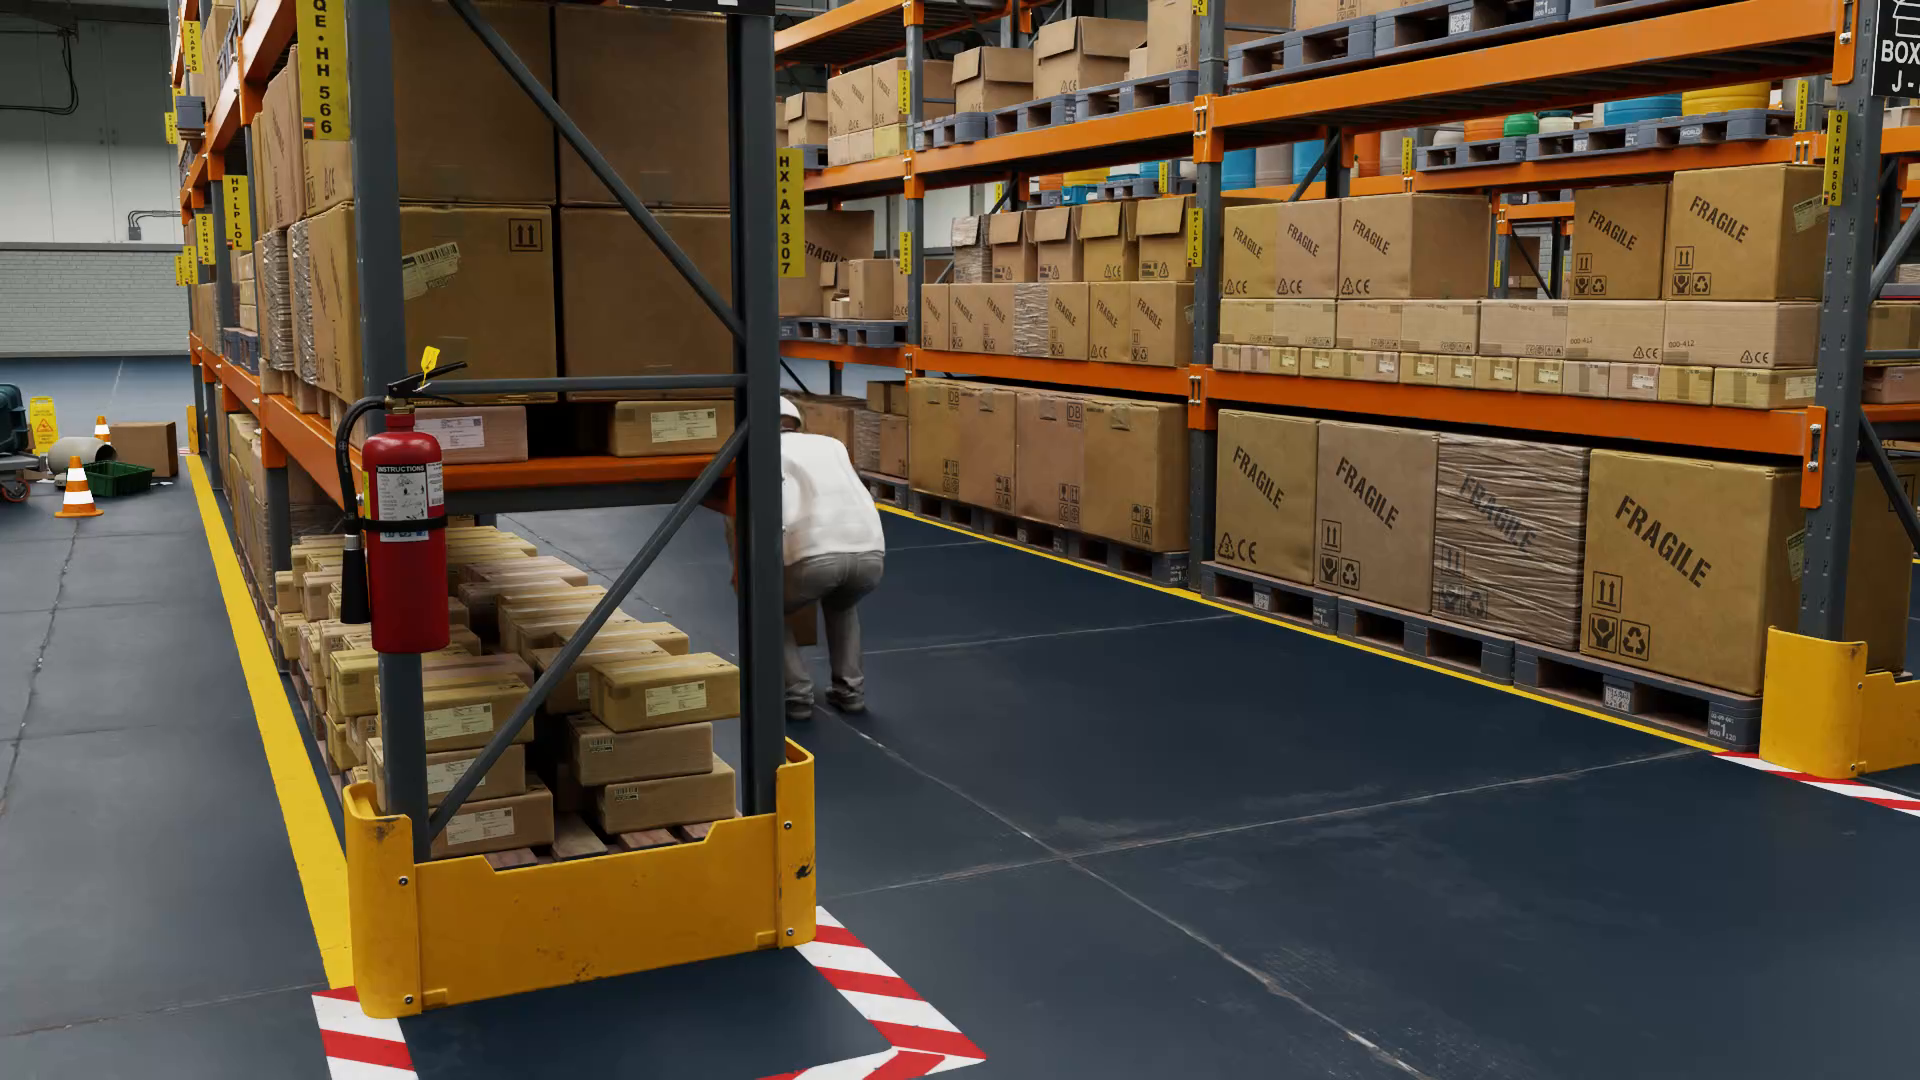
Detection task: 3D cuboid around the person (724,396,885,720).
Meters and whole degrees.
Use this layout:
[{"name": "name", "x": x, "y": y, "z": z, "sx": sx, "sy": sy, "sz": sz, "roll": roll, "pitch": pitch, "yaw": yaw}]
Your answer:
[{"name": "person", "x": -0.661, "y": 0.063, "z": 6.938, "sx": 0.586, "sy": 1.304, "sz": 0.820, "roll": -4, "pitch": 9, "yaw": -26}]
